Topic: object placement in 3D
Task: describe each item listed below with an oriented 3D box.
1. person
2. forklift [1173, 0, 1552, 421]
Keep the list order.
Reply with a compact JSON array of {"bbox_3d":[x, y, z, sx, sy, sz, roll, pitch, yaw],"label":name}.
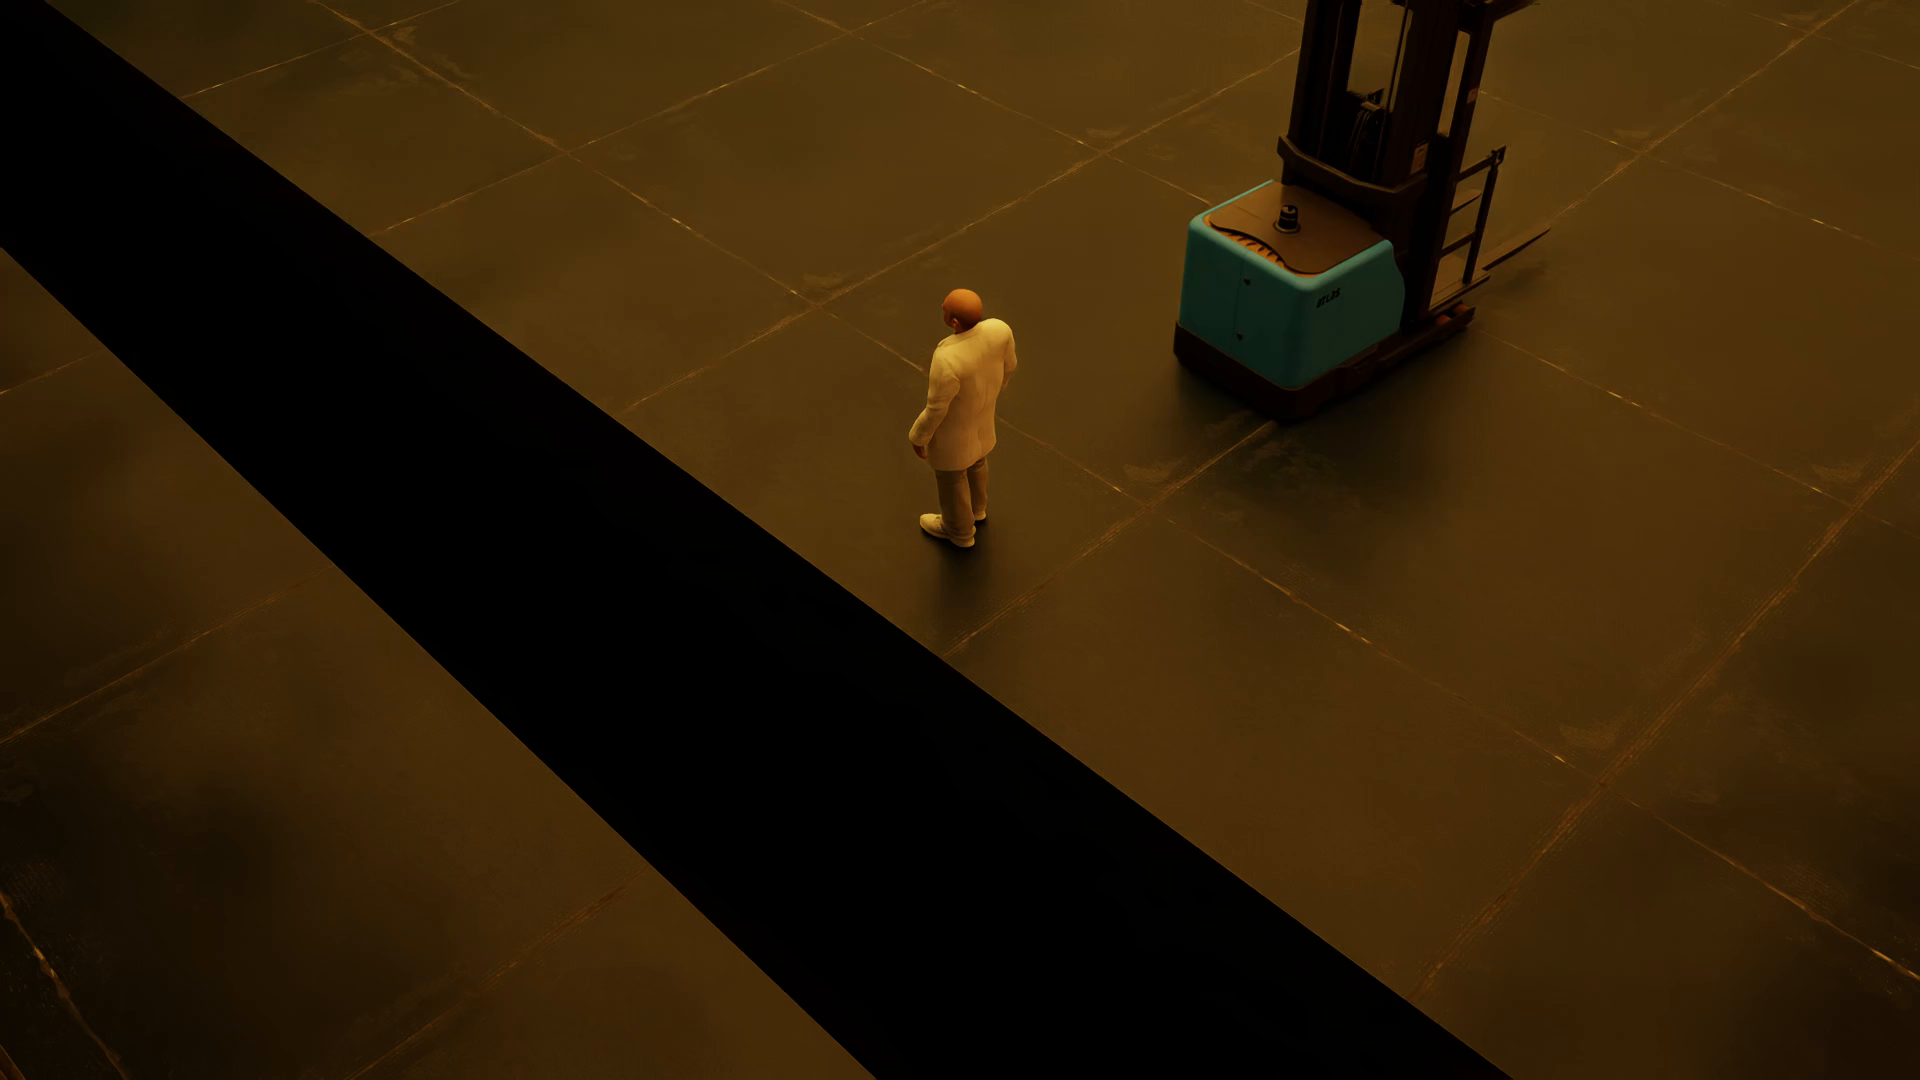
[{"bbox_3d":[-0.060,-0.708,9.200,0.696,1.775,0.581,-34,52,-31],"label":"person"},{"bbox_3d":[2.865,-2.680,10.521,3.031,2.935,1.130,-30,50,-29],"label":"forklift"}]
